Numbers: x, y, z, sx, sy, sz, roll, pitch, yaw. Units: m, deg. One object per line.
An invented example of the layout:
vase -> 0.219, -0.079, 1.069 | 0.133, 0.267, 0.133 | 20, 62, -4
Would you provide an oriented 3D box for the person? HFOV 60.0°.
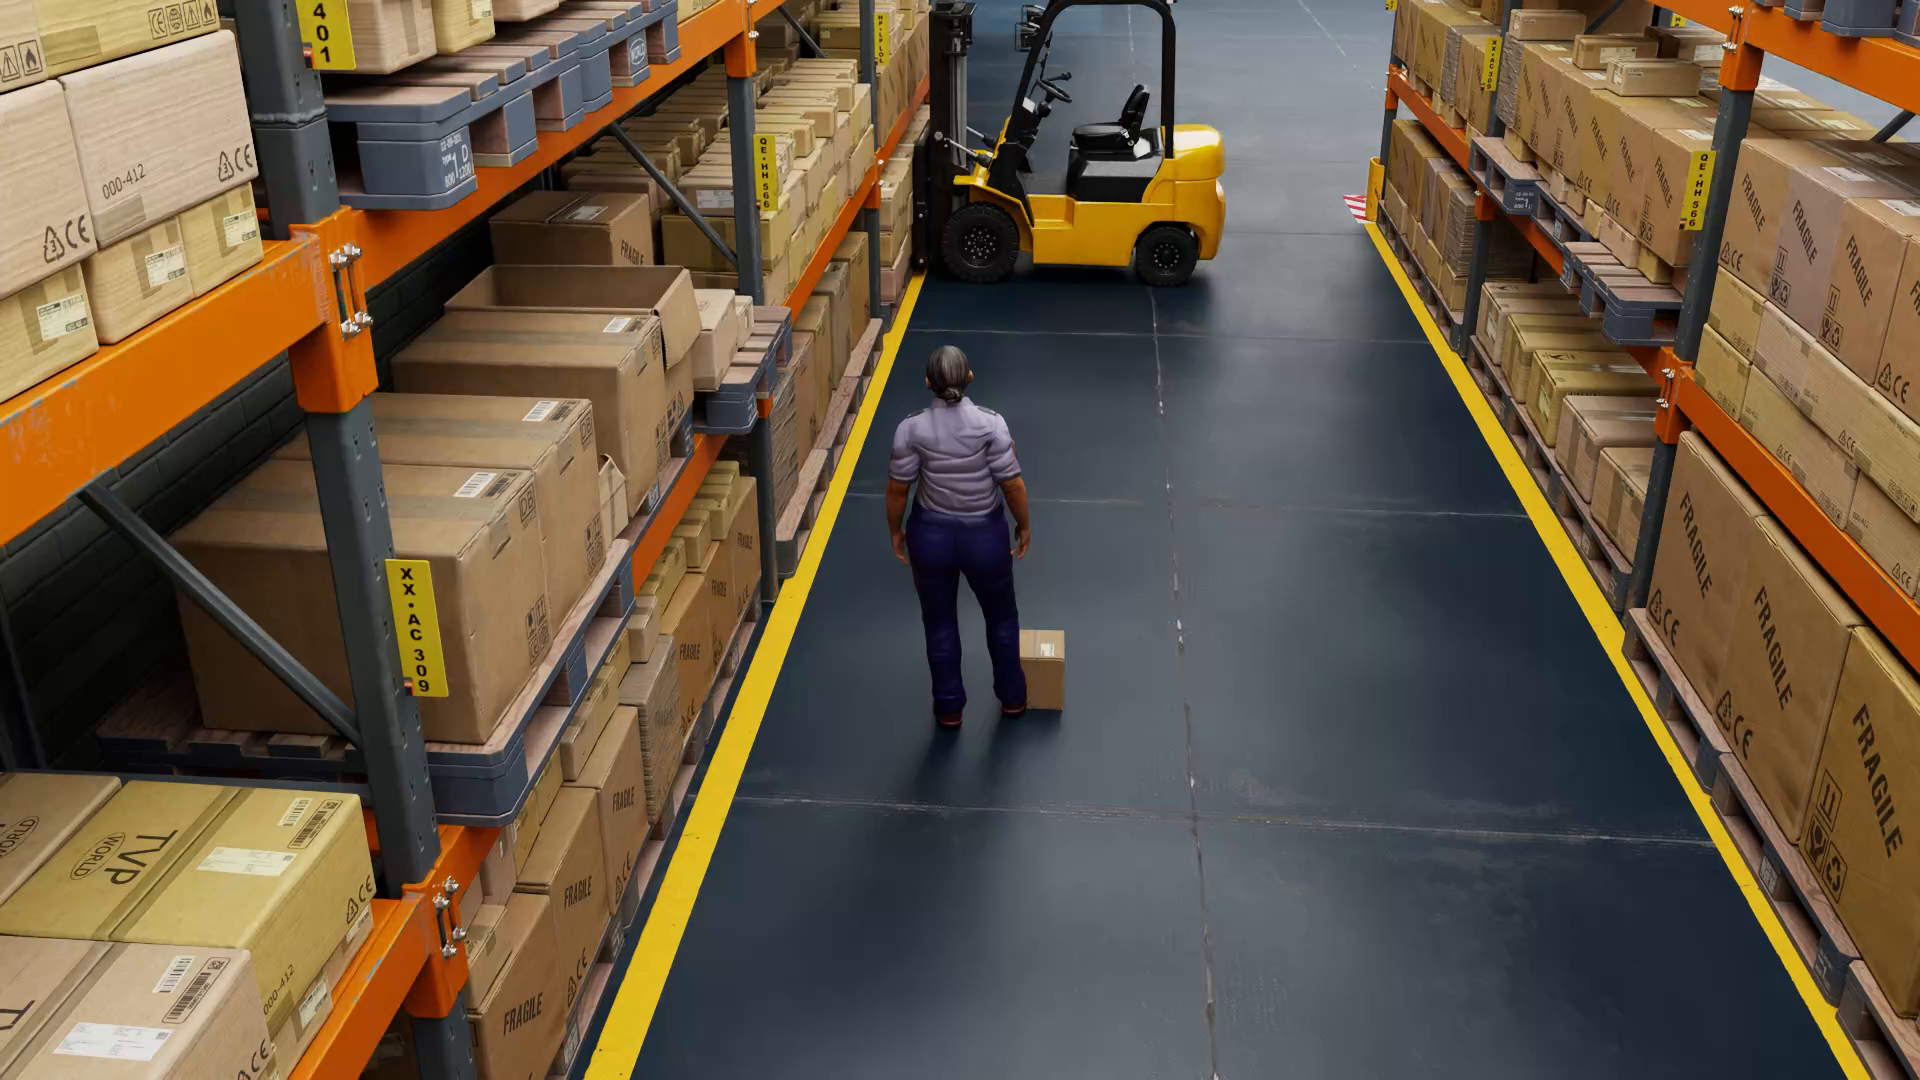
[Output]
person -> 0.018, -0.023, 6.659 | 0.598, 1.641, 0.504 | 2, 25, 4
